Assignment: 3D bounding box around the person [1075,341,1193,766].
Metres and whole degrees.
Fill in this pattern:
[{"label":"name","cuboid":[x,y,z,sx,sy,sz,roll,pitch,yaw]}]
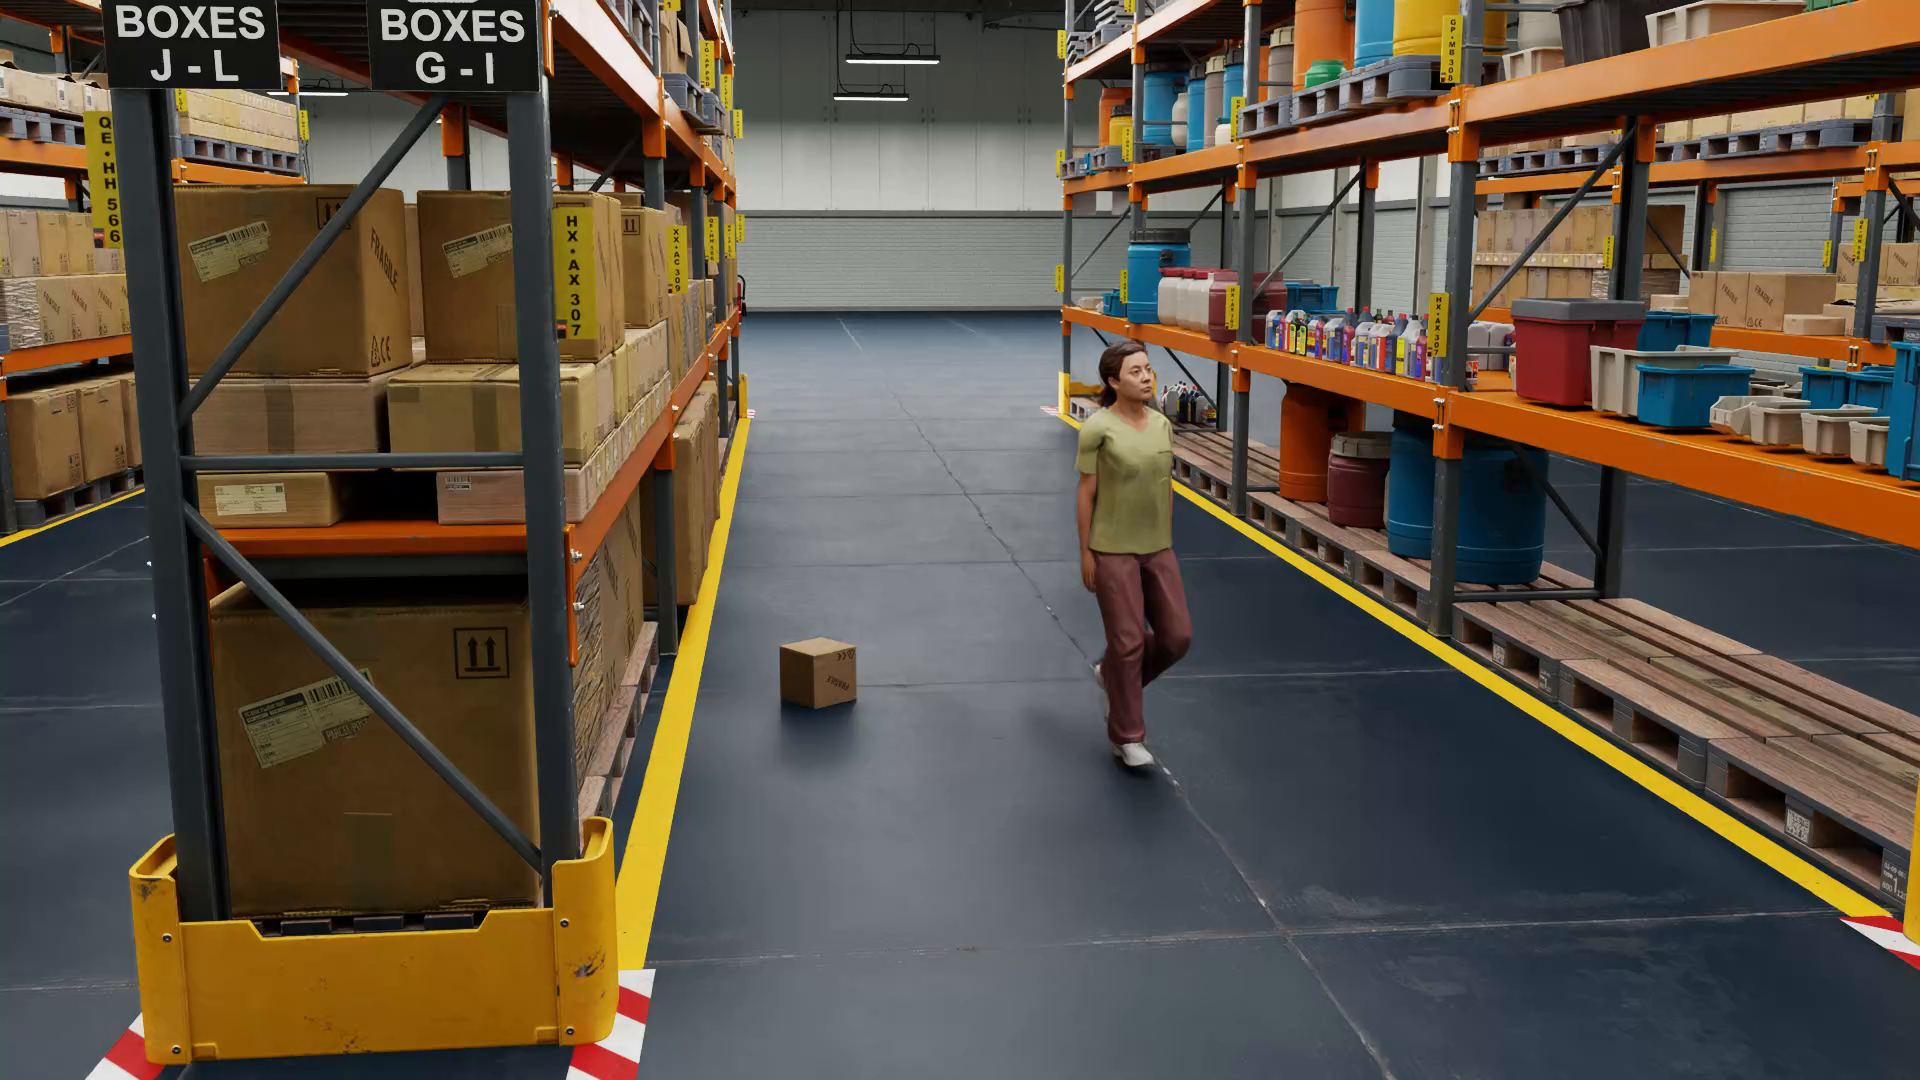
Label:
[{"label":"person","cuboid":[0.648,0.042,6.570,0.445,1.652,0.553,-5,11,-25]}]
